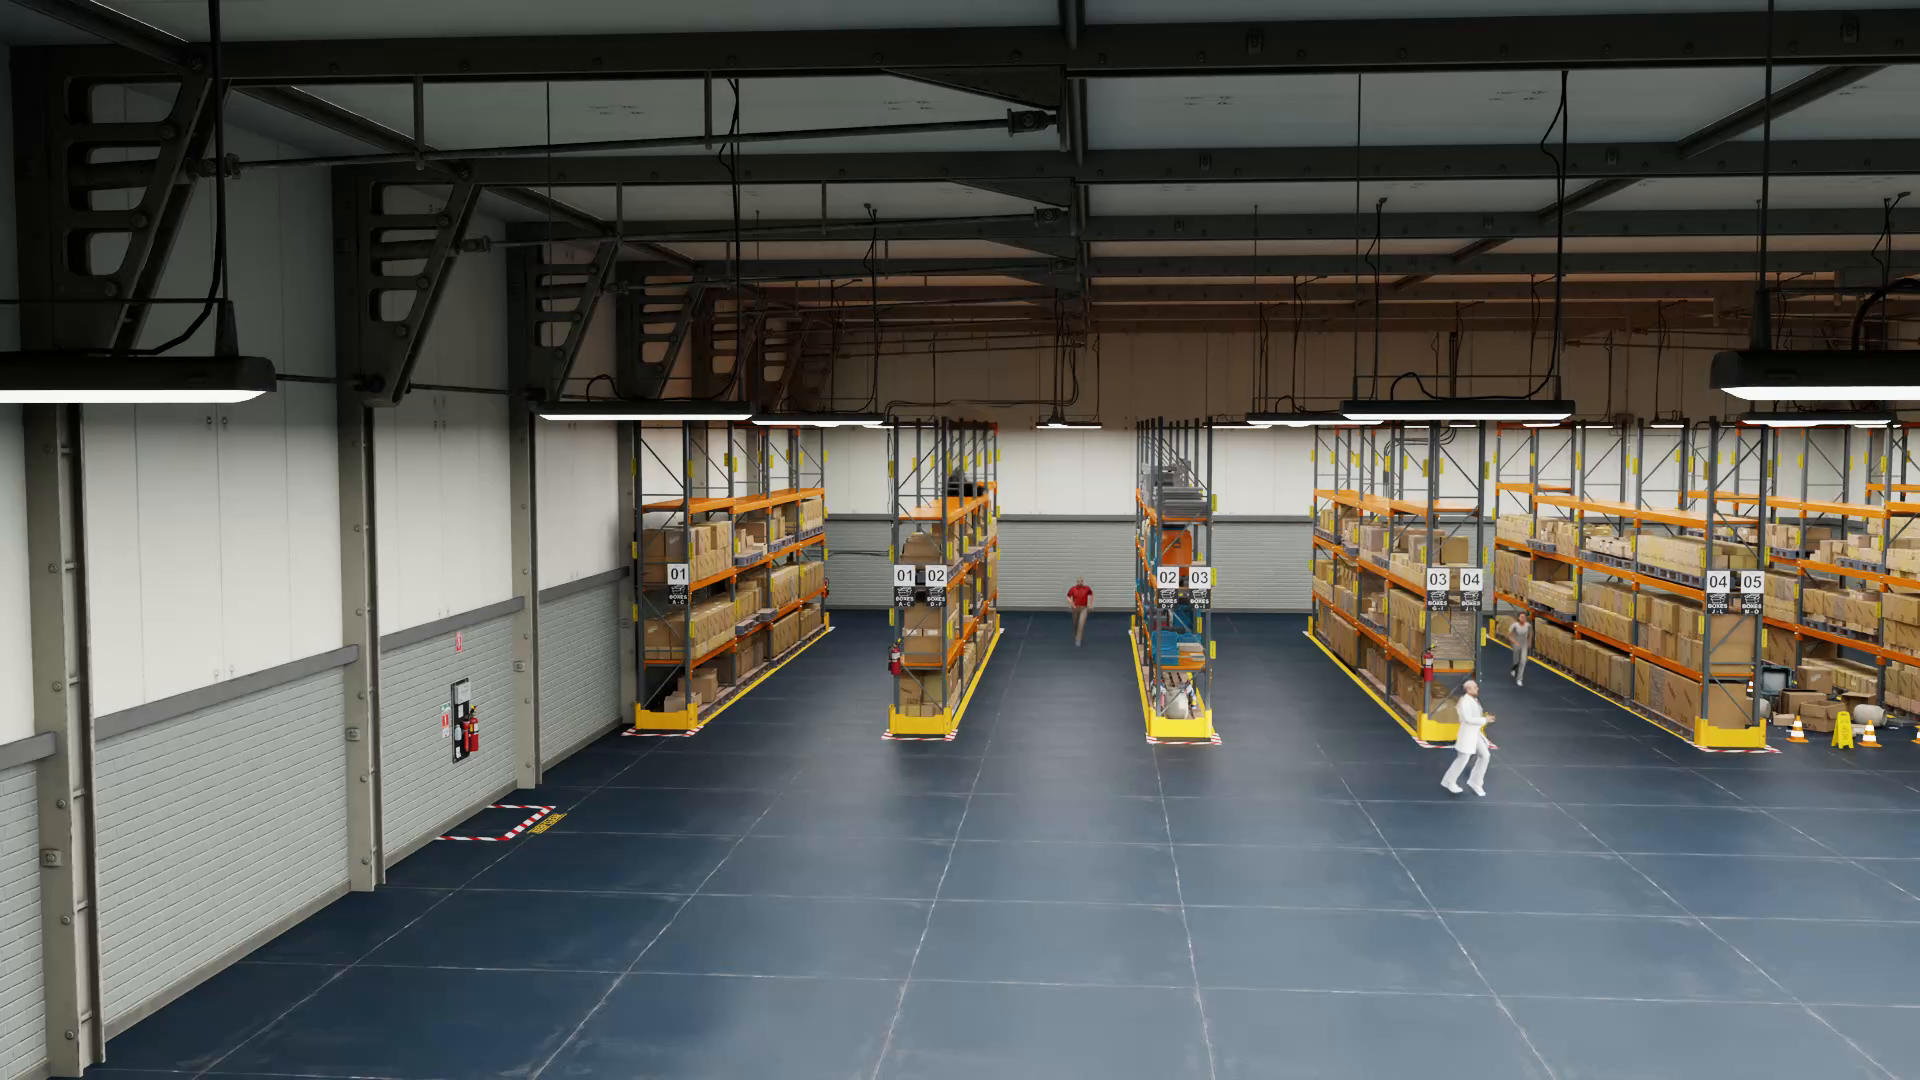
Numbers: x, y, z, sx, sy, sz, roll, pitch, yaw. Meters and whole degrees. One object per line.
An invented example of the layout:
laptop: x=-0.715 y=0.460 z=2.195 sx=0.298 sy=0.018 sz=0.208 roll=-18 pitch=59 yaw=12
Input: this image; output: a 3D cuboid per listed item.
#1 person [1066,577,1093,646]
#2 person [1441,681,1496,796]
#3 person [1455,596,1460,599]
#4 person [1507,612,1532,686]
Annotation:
person: x=3.071 y=1.816 z=42.571 sx=0.674 sy=1.739 sz=0.851 roll=0 pitch=4 yaw=3
person: x=8.004 y=3.132 z=26.151 sx=0.841 sy=1.857 sz=0.708 roll=3 pitch=4 yaw=34
person: x=13.474 y=1.950 z=45.535 sx=0.605 sy=1.645 sz=0.608 roll=1 pitch=4 yaw=21
person: x=12.716 y=2.442 z=37.775 sx=0.587 sy=1.659 sz=0.892 roll=0 pitch=4 yaw=3
